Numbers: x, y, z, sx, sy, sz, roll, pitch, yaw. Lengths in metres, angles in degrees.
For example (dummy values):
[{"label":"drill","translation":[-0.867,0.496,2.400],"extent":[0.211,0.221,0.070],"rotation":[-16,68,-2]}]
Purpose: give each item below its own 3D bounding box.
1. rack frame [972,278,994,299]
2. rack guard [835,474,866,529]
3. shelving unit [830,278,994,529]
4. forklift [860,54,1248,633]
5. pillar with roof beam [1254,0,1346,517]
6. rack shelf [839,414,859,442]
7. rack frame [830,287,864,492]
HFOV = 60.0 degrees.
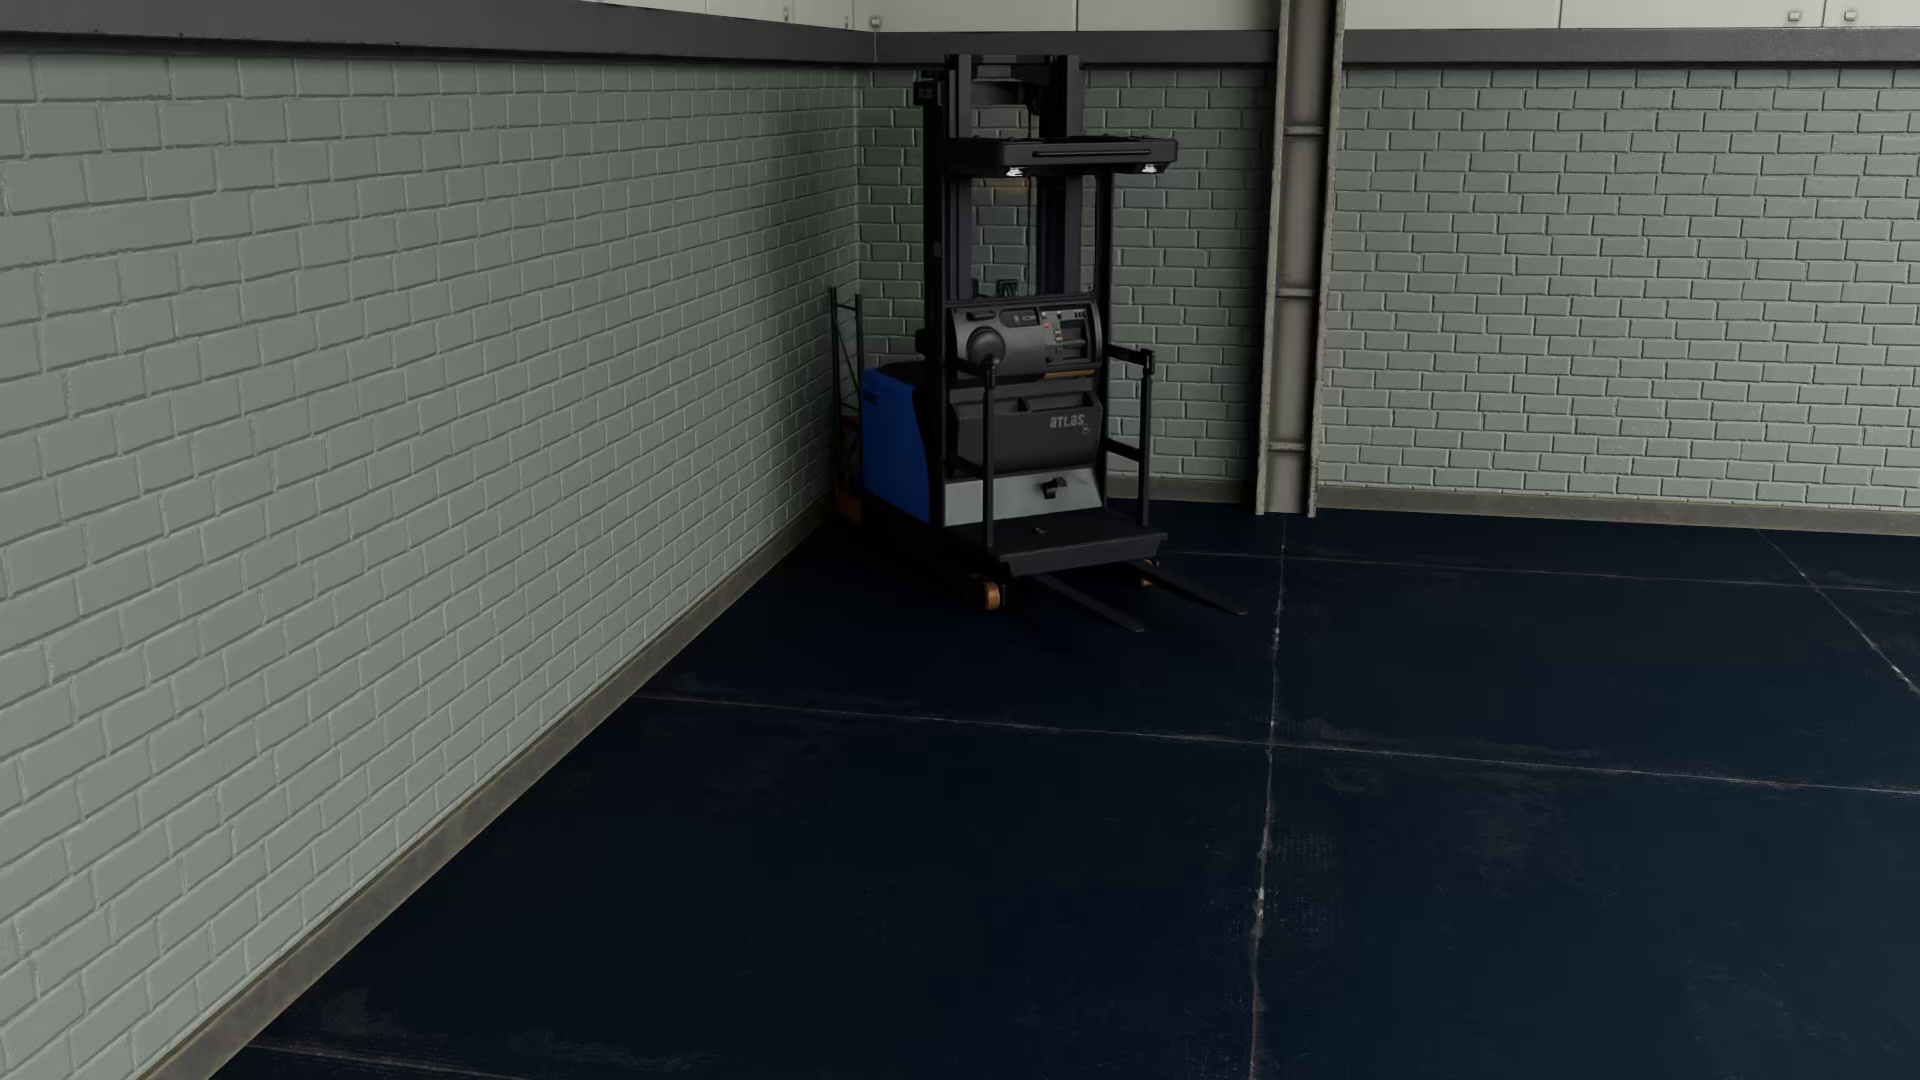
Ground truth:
[{"label":"rack frame","translation":[0.212,-0.984,11.165],"extent":[0.032,1.500,0.500],"rotation":[-8,16,-23]},{"label":"rack guard","translation":[-0.683,-0.258,10.926],"extent":[0.087,0.250,0.587],"rotation":[-8,16,-23]},{"label":"shelving unit","translation":[-0.243,-0.923,10.967],"extent":[1.083,1.500,0.587],"rotation":[-8,16,-23]},{"label":"forklift","translation":[0.476,-1.156,9.174],"extent":[1.130,2.935,3.031],"rotation":[-8,17,-25]},{"label":"pillar with roof beam","translation":[1.336,-3.412,5.951],"extent":[0.400,9.000,9.100],"rotation":[3,16,11]},{"label":"rack shelf","translation":[-0.247,-0.748,11.009],"extent":[1.000,0.185,0.538],"rotation":[-8,16,-23]},{"label":"rack frame","translation":[-0.713,-0.860,10.762],"extent":[0.032,1.500,0.500],"rotation":[-8,16,-23]}]
